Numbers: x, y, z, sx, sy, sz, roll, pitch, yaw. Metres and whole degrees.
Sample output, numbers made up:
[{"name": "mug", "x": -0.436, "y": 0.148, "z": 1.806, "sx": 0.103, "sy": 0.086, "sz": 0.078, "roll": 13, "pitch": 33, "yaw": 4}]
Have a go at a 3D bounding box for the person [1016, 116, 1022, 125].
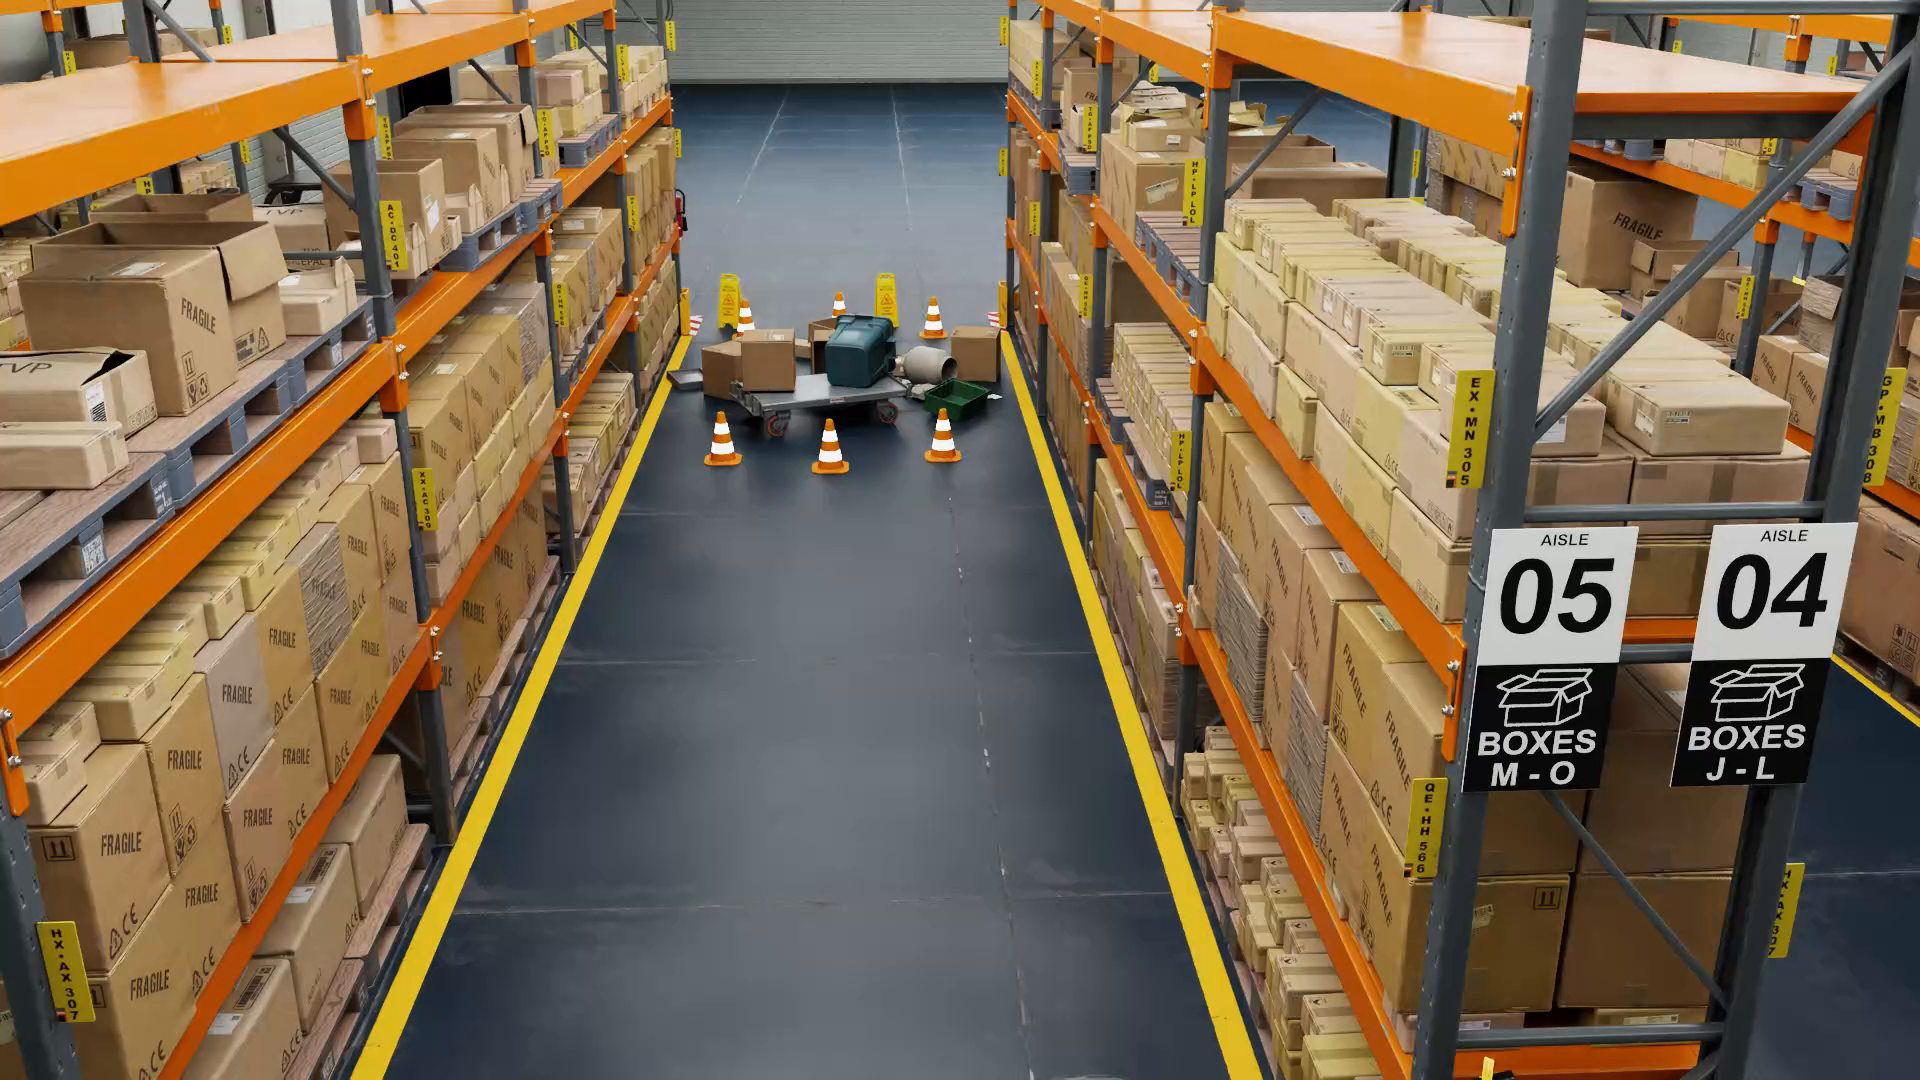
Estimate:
[{"name": "person", "x": -1.019, "y": -0.716, "z": 9.579, "sx": 13.080, "sy": 2.337, "sz": 18.705, "roll": -9, "pitch": 23, "yaw": -24}]
